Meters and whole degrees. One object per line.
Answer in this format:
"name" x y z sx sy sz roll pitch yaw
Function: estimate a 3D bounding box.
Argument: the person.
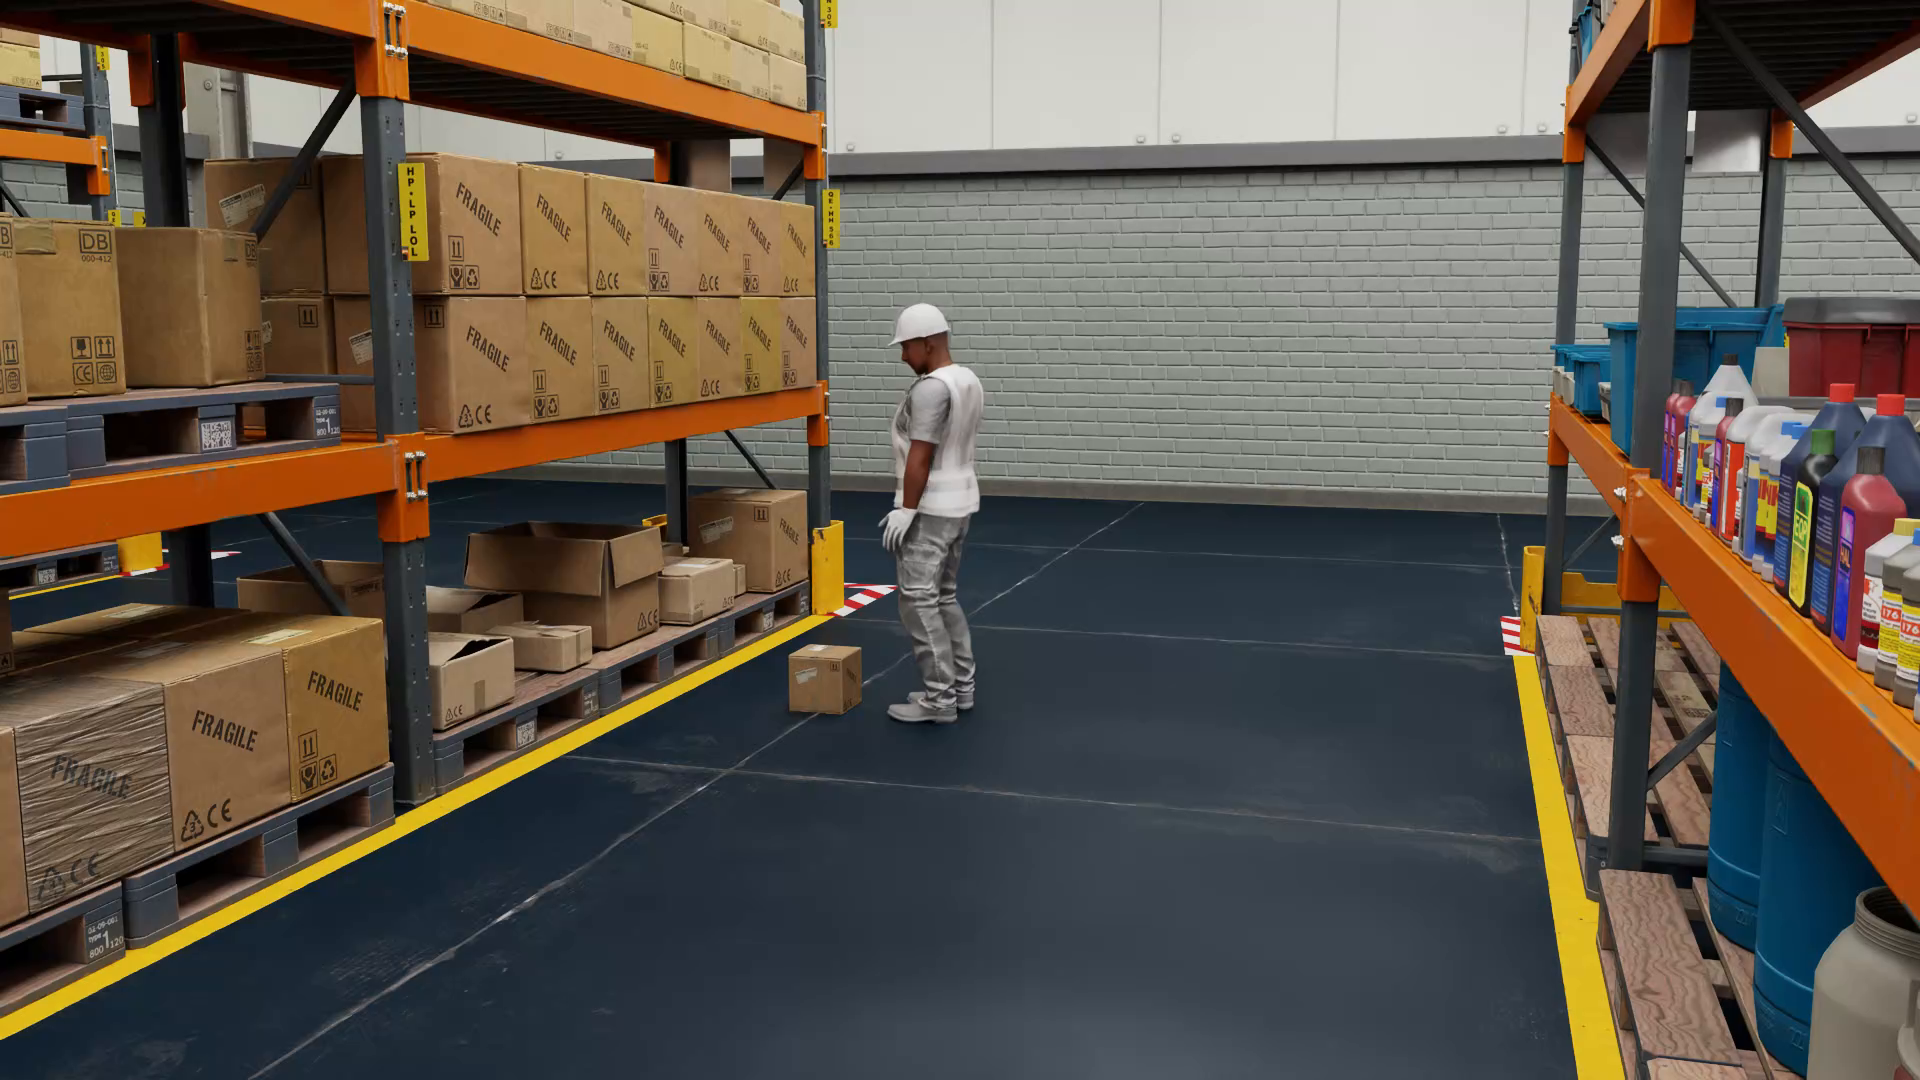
"person" -0.120 -0.113 7.089 0.373 1.771 0.553 3 9 17
